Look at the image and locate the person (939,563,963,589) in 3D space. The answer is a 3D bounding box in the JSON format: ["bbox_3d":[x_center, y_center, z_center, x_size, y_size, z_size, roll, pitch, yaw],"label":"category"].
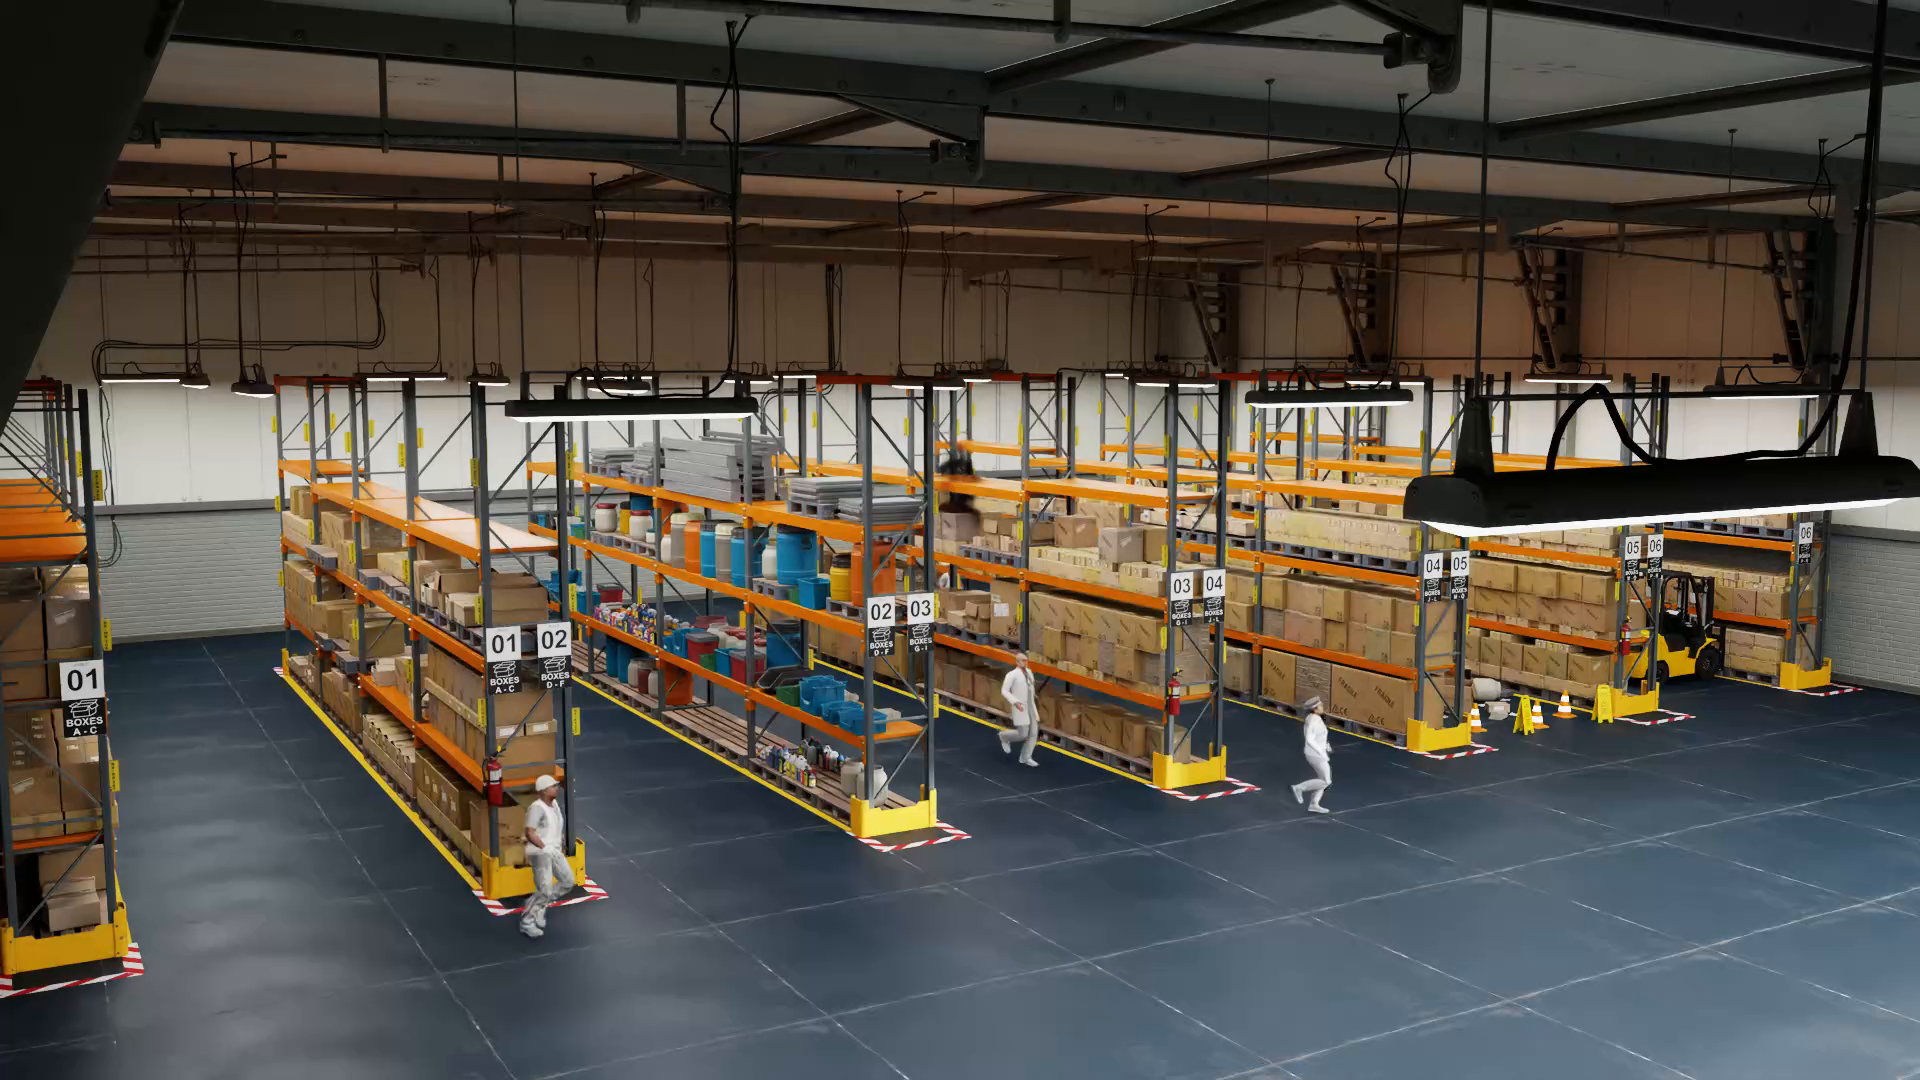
[{"bbox_3d":[-0.179,1.355,37.384,0.677,1.815,0.887,-3,7,-24],"label":"person"}]

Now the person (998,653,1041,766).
[{"bbox_3d":[0.950,2.632,26.002,0.711,1.743,0.756,-6,8,-42],"label":"person"}]

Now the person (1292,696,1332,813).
[{"bbox_3d":[4.912,2.986,23.172,0.559,1.657,0.627,1,6,5],"label":"person"}]

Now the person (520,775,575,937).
[{"bbox_3d":[-4.544,3.460,18.426,0.540,1.715,0.744,1,6,11],"label":"person"}]
